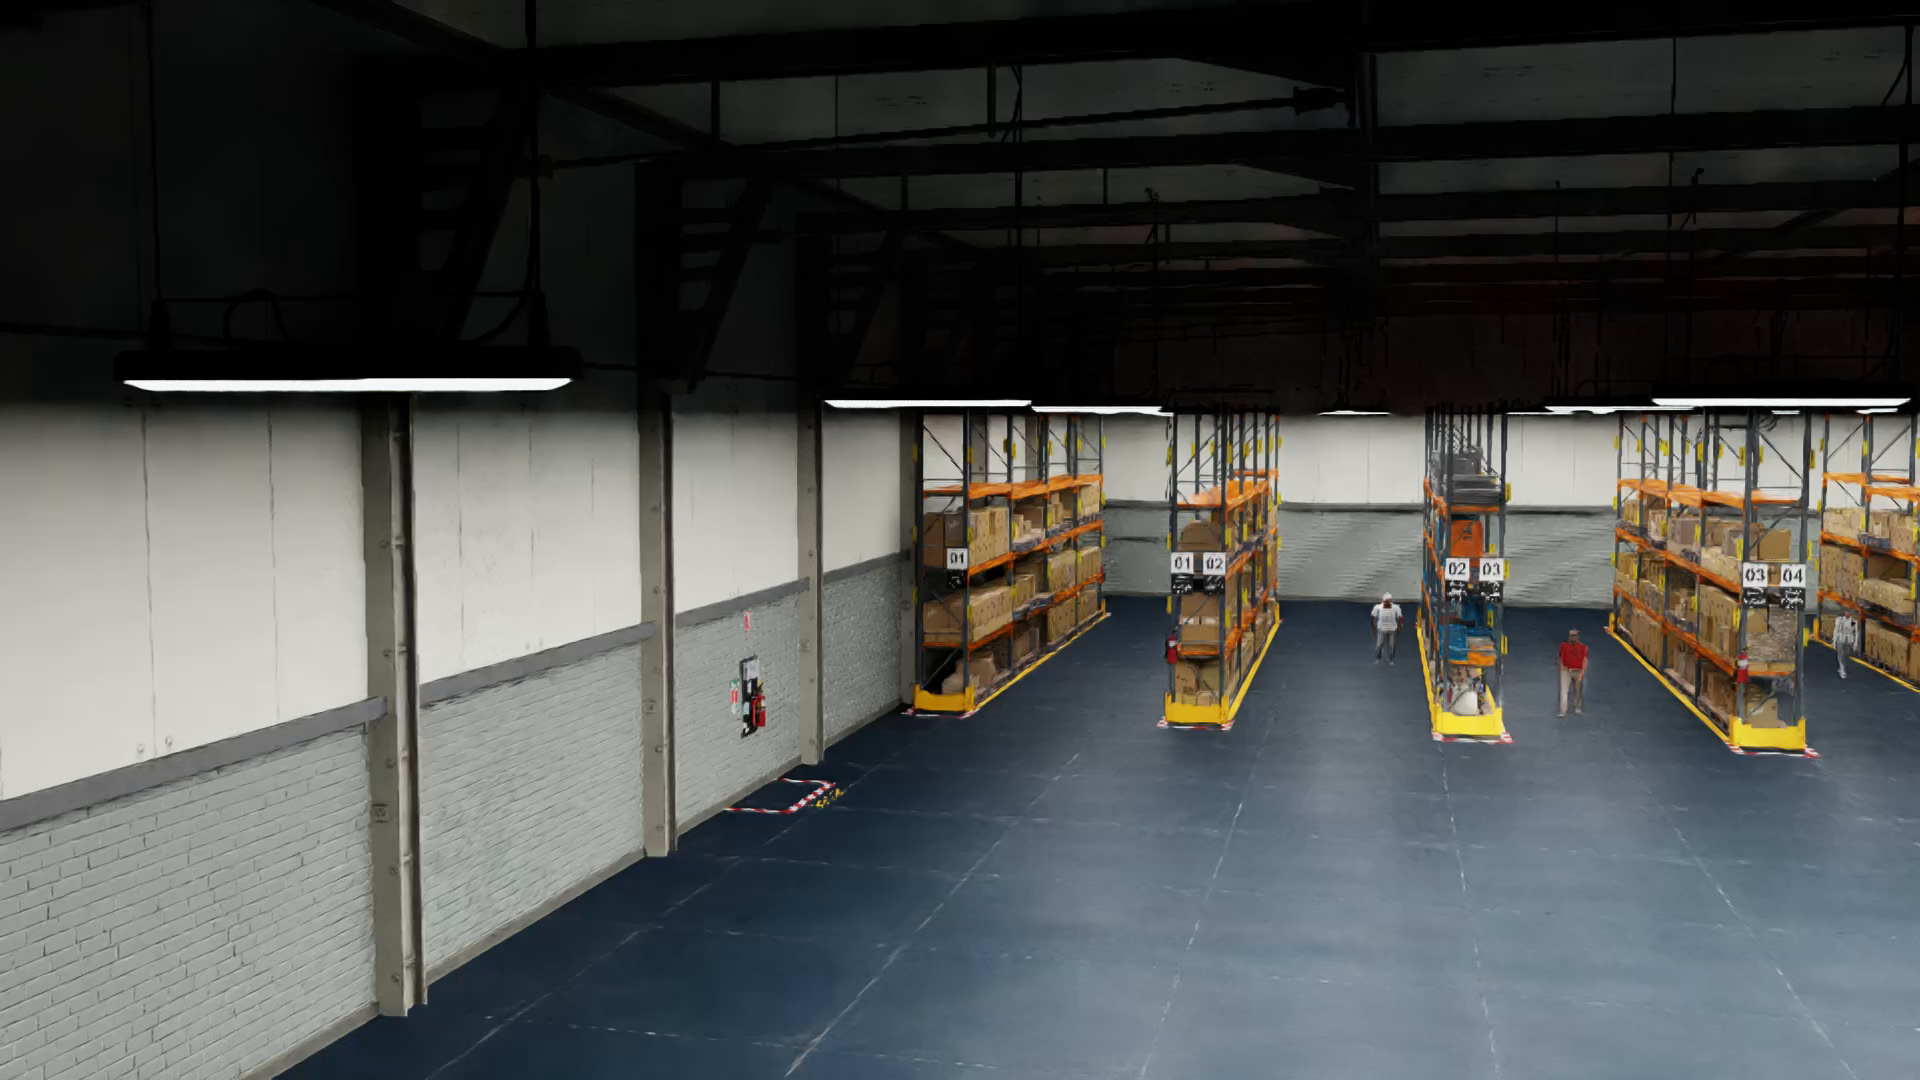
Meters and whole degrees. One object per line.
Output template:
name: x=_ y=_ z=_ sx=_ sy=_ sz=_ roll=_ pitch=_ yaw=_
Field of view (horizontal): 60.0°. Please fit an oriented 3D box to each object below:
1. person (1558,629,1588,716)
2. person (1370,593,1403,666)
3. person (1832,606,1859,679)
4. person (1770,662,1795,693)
person: x=11.723 y=2.530 z=31.804 sx=0.533 sy=1.656 sz=1.040 roll=2 pitch=5 yaw=23
person: x=9.802 y=2.052 z=38.229 sx=0.719 sy=1.715 sz=0.578 roll=1 pitch=4 yaw=14
person: x=19.422 y=2.218 z=36.431 sx=0.486 sy=1.590 sz=1.089 roll=1 pitch=4 yaw=12
person: x=17.097 y=2.353 z=34.532 sx=0.498 sy=1.585 sz=1.075 roll=1 pitch=4 yaw=12
